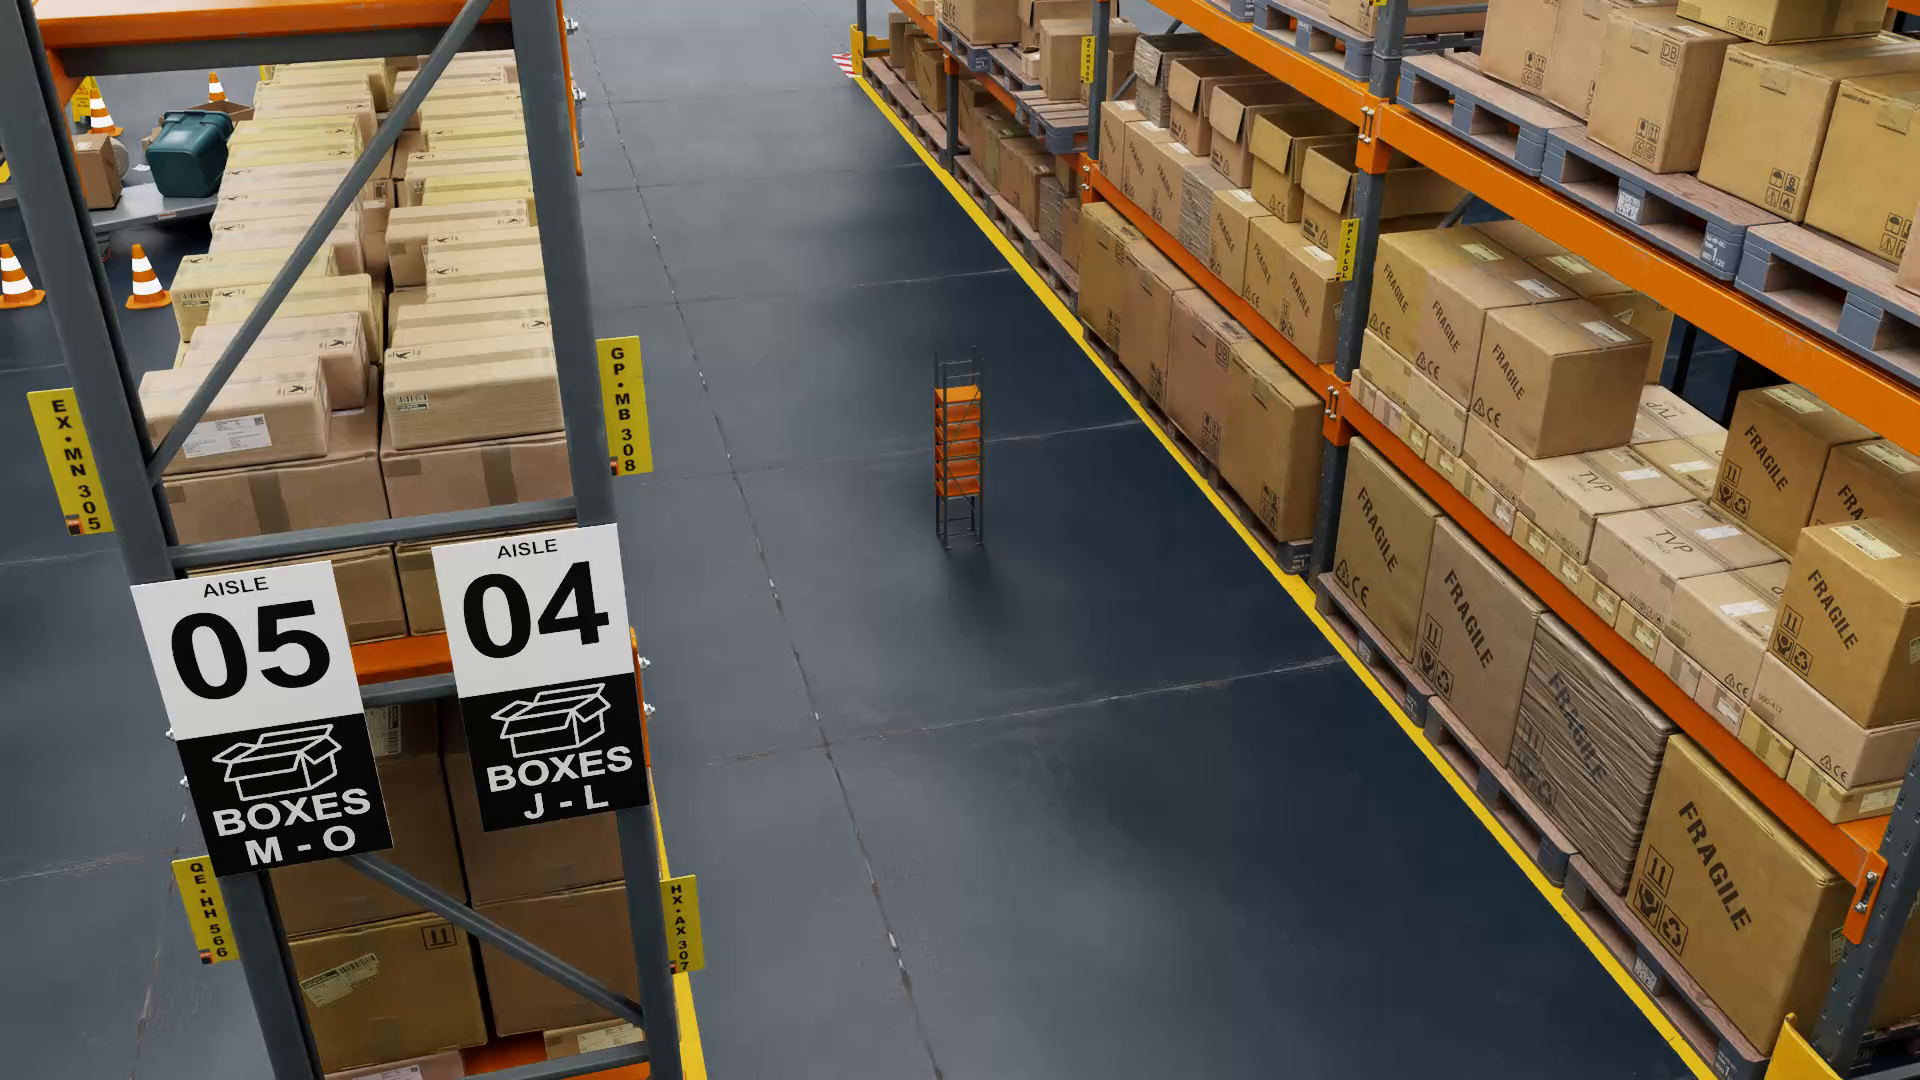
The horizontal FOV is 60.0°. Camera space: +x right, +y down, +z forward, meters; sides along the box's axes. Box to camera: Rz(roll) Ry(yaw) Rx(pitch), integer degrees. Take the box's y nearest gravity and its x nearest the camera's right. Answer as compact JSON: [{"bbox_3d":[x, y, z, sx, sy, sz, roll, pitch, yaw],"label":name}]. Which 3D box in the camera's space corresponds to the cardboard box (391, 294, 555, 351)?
[{"bbox_3d":[-1.173,-0.473,4.063,0.380,0.149,0.250,-7,31,-11],"label":"cardboard box"}]

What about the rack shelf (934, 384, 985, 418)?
[{"bbox_3d":[-0.004,-0.799,9.535,0.258,0.103,0.180,-8,31,-13],"label":"rack shelf"}]

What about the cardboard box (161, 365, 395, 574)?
[{"bbox_3d":[-1.624,-0.177,3.949,0.500,0.250,0.500,-9,31,-15],"label":"cardboard box"}]

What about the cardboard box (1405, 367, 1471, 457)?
[{"bbox_3d":[2.490,-0.643,7.950,0.500,0.250,0.500,-8,31,-14],"label":"cardboard box"}]

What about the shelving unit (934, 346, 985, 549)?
[{"bbox_3d":[-0.004,-0.526,9.693,0.258,1.200,0.189,-8,31,-13],"label":"shelving unit"}]

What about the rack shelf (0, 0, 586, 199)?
[{"bbox_3d":[-1.787,-1.789,4.810,1.077,0.370,4.000,-8,31,-13],"label":"rack shelf"}]

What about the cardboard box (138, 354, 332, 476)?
[{"bbox_3d":[-1.628,-0.283,3.733,0.380,0.149,0.250,-8,31,-14],"label":"cardboard box"}]

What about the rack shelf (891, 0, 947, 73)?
[{"bbox_3d":[-0.163,-5.600,17.380,1.077,0.370,4.000,-8,31,-13],"label":"rack shelf"}]

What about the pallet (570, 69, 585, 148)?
[{"bbox_3d":[-2.379,-2.000,7.635,1.213,0.211,1.003,-8,31,-13],"label":"pallet"}]

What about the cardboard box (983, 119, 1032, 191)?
[{"bbox_3d":[0.618,-3.522,15.127,0.700,0.500,0.500,-8,31,-14],"label":"cardboard box"}]

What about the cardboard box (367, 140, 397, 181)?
[{"bbox_3d":[-2.174,-1.170,5.665,0.500,0.250,0.500,-7,31,-12],"label":"cardboard box"}]

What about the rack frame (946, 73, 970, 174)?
[{"bbox_3d":[0.368,-4.945,15.531,1.000,3.000,0.127,-8,31,-13],"label":"rack frame"}]

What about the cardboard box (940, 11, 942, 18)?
[{"bbox_3d":[0.027,-4.901,15.706,0.380,0.149,0.250,-8,31,-13],"label":"cardboard box"}]

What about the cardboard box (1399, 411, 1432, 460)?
[{"bbox_3d":[2.389,-0.532,8.156,0.380,0.149,0.250,-7,31,-12],"label":"cardboard box"}]

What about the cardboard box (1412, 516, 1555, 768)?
[{"bbox_3d":[2.828,0.420,7.962,0.875,0.875,0.875,-8,31,-13],"label":"cardboard box"}]

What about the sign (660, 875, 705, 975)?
[{"bbox_3d":[-0.733,1.014,4.370,0.100,0.325,0.005,-8,31,-13],"label":"sign"}]

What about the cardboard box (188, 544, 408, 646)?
[{"bbox_3d":[-1.632,0.043,4.067,0.500,0.250,0.500,-9,31,-14],"label":"cardboard box"}]

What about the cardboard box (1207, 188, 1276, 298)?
[{"bbox_3d":[1.834,-1.806,10.007,0.500,0.500,0.500,-8,31,-14],"label":"cardboard box"}]

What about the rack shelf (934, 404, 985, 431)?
[{"bbox_3d":[-0.004,-0.696,9.595,0.258,0.103,0.180,-8,31,-13],"label":"rack shelf"}]

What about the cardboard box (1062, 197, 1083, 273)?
[{"bbox_3d":[1.232,-2.443,13.264,0.700,0.500,0.500,-9,31,-16],"label":"cardboard box"}]

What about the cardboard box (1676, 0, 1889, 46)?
[{"bbox_3d":[3.026,-2.018,6.111,0.500,0.250,0.500,-9,31,-15],"label":"cardboard box"}]

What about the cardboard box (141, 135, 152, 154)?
[{"bbox_3d":[-7.953,-3.962,16.677,0.380,0.149,0.250,7,31,13],"label":"cardboard box"}]

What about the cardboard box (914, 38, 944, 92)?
[{"bbox_3d":[-0.205,-5.084,17.847,0.500,0.500,0.500,-5,30,-9],"label":"cardboard box"}]

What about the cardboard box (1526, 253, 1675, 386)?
[{"bbox_3d":[3.000,-1.041,7.889,0.500,0.500,0.500,-8,31,-13],"label":"cardboard box"}]

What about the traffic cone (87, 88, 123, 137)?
[{"bbox_3d":[-8.891,-4.426,17.165,0.336,0.463,0.334,-8,31,-13],"label":"traffic cone"}]

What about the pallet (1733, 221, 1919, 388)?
[{"bbox_3d":[3.346,-0.766,5.405,1.003,0.211,1.213,-8,31,-13],"label":"pallet"}]

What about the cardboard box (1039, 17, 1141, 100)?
[{"bbox_3d":[1.003,-3.750,12.947,0.700,0.500,0.500,-3,30,-6],"label":"cardboard box"}]

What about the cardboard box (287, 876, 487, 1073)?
[{"bbox_3d":[-1.623,1.106,4.679,0.500,0.500,0.500,-7,31,-12],"label":"cardboard box"}]

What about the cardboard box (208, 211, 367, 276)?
[{"bbox_3d":[-1.851,-0.782,4.597,0.380,0.149,0.250,-9,31,-14],"label":"cardboard box"}]

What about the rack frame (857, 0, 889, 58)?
[{"bbox_3d":[-0.694,-6.877,18.869,1.000,3.000,0.127,-8,31,-13],"label":"rack frame"}]

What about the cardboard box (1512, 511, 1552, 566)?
[{"bbox_3d":[2.664,-0.033,7.295,0.380,0.149,0.250,-9,31,-15],"label":"cardboard box"}]

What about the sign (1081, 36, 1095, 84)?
[{"bbox_3d":[0.909,-3.404,11.790,0.100,0.325,0.005,-8,31,-13],"label":"sign"}]

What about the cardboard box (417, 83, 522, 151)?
[{"bbox_3d":[-1.687,-1.476,5.795,0.380,0.149,0.250,-9,31,-15],"label":"cardboard box"}]

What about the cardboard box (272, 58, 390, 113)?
[{"bbox_3d":[-2.313,-1.671,6.132,0.380,0.149,0.250,-8,31,-14],"label":"cardboard box"}]

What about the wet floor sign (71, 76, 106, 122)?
[{"bbox_3d":[-9.267,-4.775,17.586,0.267,0.644,0.232,2,30,4],"label":"wet floor sign"}]

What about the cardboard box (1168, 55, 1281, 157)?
[{"bbox_3d":[1.778,-2.820,10.758,0.797,0.503,0.637,-7,31,-12],"label":"cardboard box"}]

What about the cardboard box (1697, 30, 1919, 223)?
[{"bbox_3d":[3.146,-1.491,5.950,0.700,0.500,0.500,-10,32,-17],"label":"cardboard box"}]

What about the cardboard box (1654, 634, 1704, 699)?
[{"bbox_3d":[2.939,0.463,6.438,0.380,0.149,0.250,-7,31,-12],"label":"cardboard box"}]

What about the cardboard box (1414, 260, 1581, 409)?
[{"bbox_3d":[2.495,-0.966,7.759,0.500,0.500,0.500,-8,31,-13],"label":"cardboard box"}]

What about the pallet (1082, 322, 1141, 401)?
[{"bbox_3d":[1.566,-1.416,12.216,1.003,0.211,1.213,-8,31,-13],"label":"pallet"}]

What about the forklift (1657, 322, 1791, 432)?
[{"bbox_3d":[4.831,-1.406,9.485,1.130,2.935,3.031,-7,31,-12],"label":"forklift"}]

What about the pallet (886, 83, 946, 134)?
[{"bbox_3d":[-0.172,-4.649,17.802,1.003,0.211,1.213,-8,31,-13],"label":"pallet"}]

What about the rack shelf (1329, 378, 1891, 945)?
[{"bbox_3d":[3.022,0.196,7.367,1.077,0.370,4.000,-8,31,-13],"label":"rack shelf"}]

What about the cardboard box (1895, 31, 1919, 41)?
[{"bbox_3d":[10.304,-5.338,17.974,0.500,0.311,0.500,-8,31,-13],"label":"cardboard box"}]

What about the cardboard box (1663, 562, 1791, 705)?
[{"bbox_3d":[3.034,0.343,6.247,0.500,0.250,0.500,-8,31,-14],"label":"cardboard box"}]

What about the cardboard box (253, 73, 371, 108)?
[{"bbox_3d":[-2.288,-1.539,5.904,0.380,0.149,0.250,-9,31,-15],"label":"cardboard box"}]

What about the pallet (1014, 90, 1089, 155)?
[{"bbox_3d":[1.138,-3.260,12.811,1.213,0.211,1.003,-8,31,-13],"label":"pallet"}]

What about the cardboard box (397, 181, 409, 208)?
[{"bbox_3d":[-1.520,-0.977,5.331,0.500,0.250,0.500,-9,31,-15],"label":"cardboard box"}]

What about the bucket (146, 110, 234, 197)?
[{"bbox_3d":[-6.700,-3.335,14.499,0.726,0.611,0.620,2,40,4],"label":"bucket"}]

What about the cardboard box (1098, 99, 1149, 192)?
[{"bbox_3d":[1.296,-2.786,11.700,0.500,0.500,0.500,-7,31,-12],"label":"cardboard box"}]

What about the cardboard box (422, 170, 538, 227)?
[{"bbox_3d":[-1.387,-0.982,4.942,0.380,0.149,0.250,-7,31,-12],"label":"cardboard box"}]

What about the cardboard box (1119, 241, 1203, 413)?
[{"bbox_3d":[1.822,-1.508,11.294,1.225,0.875,0.875,-8,31,-13],"label":"cardboard box"}]

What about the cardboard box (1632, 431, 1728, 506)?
[{"bbox_3d":[3.268,-0.226,7.230,0.500,0.250,0.500,-8,31,-14],"label":"cardboard box"}]

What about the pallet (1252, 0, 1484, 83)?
[{"bbox_3d":[2.200,-2.733,8.906,0.805,0.209,1.217,-9,31,-15],"label":"pallet"}]
